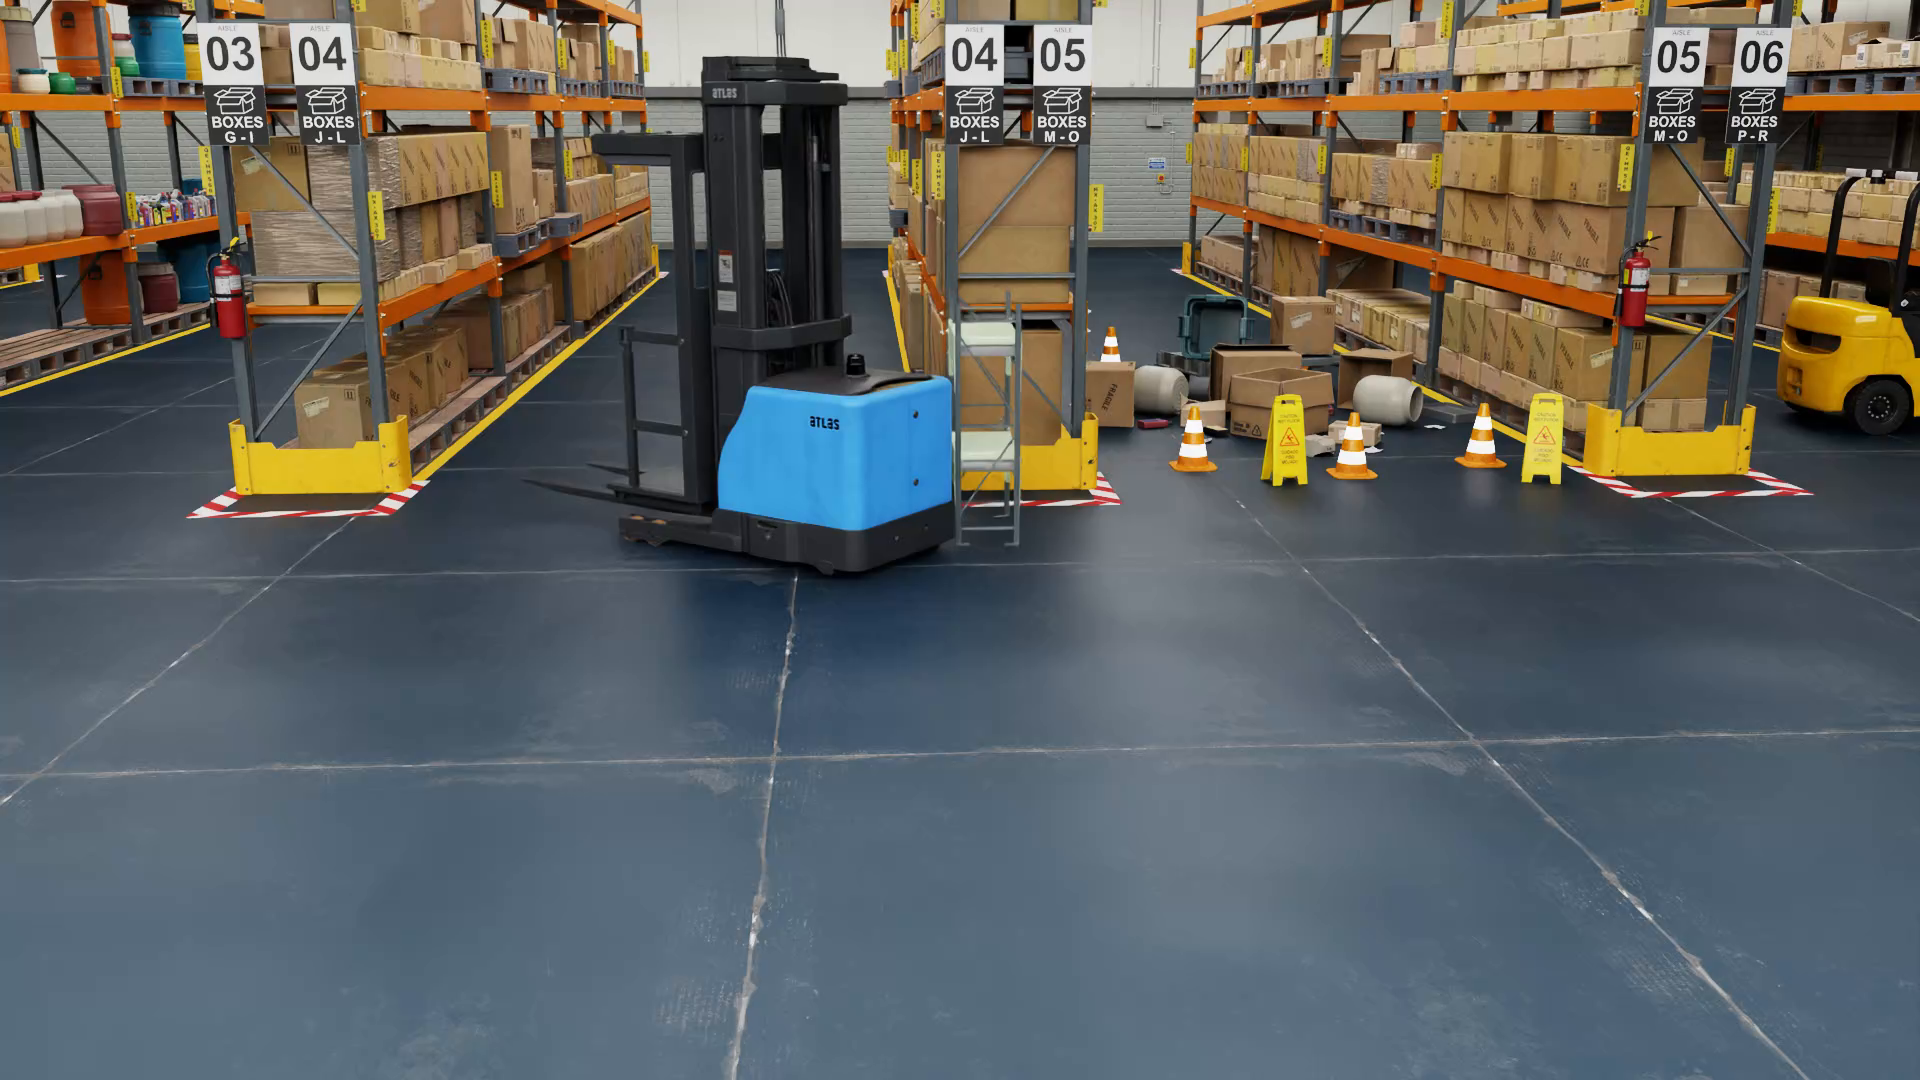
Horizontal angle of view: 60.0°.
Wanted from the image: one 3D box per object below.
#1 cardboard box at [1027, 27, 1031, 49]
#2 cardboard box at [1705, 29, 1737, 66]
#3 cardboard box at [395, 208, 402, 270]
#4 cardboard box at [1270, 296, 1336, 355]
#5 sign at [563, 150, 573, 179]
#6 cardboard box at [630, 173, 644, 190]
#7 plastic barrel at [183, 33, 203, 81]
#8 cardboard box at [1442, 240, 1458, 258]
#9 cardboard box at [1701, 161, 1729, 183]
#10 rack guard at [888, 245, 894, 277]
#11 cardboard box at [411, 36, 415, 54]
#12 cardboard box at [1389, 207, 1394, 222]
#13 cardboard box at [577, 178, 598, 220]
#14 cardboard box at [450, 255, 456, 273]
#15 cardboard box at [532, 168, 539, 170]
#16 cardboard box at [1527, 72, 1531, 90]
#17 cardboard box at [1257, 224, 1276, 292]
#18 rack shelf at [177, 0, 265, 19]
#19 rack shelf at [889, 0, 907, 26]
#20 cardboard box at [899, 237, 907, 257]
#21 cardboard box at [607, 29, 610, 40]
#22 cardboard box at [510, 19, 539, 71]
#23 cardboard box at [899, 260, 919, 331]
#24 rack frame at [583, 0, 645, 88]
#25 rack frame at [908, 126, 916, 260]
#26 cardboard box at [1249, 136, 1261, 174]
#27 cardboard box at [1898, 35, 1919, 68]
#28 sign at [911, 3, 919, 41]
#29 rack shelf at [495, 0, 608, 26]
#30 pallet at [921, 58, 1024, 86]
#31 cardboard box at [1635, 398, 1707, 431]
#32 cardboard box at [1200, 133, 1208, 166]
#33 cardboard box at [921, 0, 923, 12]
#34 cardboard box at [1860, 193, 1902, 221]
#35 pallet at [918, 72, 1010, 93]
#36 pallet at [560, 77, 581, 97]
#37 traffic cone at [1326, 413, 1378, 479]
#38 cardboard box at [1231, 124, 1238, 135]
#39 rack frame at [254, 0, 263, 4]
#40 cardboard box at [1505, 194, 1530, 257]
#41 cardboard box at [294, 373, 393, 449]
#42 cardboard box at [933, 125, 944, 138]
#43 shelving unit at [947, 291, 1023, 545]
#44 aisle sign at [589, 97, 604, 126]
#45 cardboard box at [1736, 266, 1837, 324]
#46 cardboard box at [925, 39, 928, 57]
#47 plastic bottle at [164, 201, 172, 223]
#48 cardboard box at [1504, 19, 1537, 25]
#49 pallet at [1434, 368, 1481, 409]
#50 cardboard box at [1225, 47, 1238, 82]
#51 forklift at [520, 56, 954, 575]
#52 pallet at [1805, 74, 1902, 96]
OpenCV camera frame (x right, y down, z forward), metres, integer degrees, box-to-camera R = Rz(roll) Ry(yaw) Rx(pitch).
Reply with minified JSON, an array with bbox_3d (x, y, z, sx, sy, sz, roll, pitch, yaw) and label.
[{"bbox_3d":[0.677,-3.593,11.911,0.380,0.149,0.250,-1,14,-3],"label":"cardboard box"},{"bbox_3d":[5.564,-3.611,12.226,0.500,0.250,0.500,-1,14,-4],"label":"cardboard box"},{"bbox_3d":[-4.719,-2.257,12.481,0.875,0.500,0.500,-1,14,-3],"label":"cardboard box"},{"bbox_3d":[3.307,-2.074,16.064,0.500,0.500,0.500,-1,14,-3],"label":"cardboard box"},{"bbox_3d":[-4.516,-4.328,19.161,0.100,0.325,0.005,-1,14,-3],"label":"sign"},{"bbox_3d":[-5.227,-5.613,26.026,0.500,0.250,0.500,-1,14,-4],"label":"cardboard box"},{"bbox_3d":[-9.990,-6.236,21.504,0.600,0.588,0.600,0,14,0],"label":"plastic barrel"},{"bbox_3d":[4.781,-2.748,15.690,0.380,0.149,0.250,-1,14,-4],"label":"cardboard box"},{"bbox_3d":[9.502,-4.682,21.652,0.797,0.503,0.637,-1,14,-5],"label":"cardboard box"},{"bbox_3d":[-0.592,-4.606,27.425,1.175,0.500,0.348,-1,14,-3],"label":"rack guard"},{"bbox_3d":[-4.457,-3.835,12.894,0.380,0.149,0.250,-1,14,-4],"label":"cardboard box"},{"bbox_3d":[4.725,-3.412,17.429,0.380,0.149,0.250,-1,14,-3],"label":"cardboard box"},{"bbox_3d":[-4.914,-4.348,21.205,0.500,0.500,0.500,-1,14,-3],"label":"cardboard box"},{"bbox_3d":[-4.475,-2.317,14.018,0.380,0.149,0.250,-1,14,-3],"label":"cardboard box"},{"bbox_3d":[-4.984,-3.913,18.670,0.500,0.500,0.500,-3,15,-10],"label":"cardboard box"},{"bbox_3d":[4.951,-3.818,13.831,0.380,0.149,0.250,-1,14,-3],"label":"cardboard box"},{"bbox_3d":[4.704,-3.964,23.333,0.875,0.875,0.875,0,14,-2],"label":"cardboard box"},{"bbox_3d":[-10.373,-7.573,24.149,1.077,0.370,4.000,-1,14,-3],"label":"rack shelf"},{"bbox_3d":[-0.472,-7.893,24.596,1.077,0.370,4.000,-1,14,-3],"label":"rack shelf"},{"bbox_3d":[-0.566,-4.009,22.756,0.500,0.250,0.500,-2,15,-6],"label":"cardboard box"},{"bbox_3d":[-5.438,-7.398,24.489,0.500,0.250,0.500,-1,14,-5],"label":"cardboard box"},{"bbox_3d":[-4.720,-5.172,17.385,0.500,0.500,0.500,-1,14,-2],"label":"cardboard box"},{"bbox_3d":[-0.153,-2.807,19.088,1.050,0.750,0.750,-1,14,-4],"label":"cardboard box"},{"bbox_3d":[-5.553,-8.689,26.239,1.000,3.000,0.127,-1,14,-3],"label":"rack frame"},{"bbox_3d":[-0.101,-3.846,19.454,1.000,3.000,0.127,-1,14,-3],"label":"rack frame"},{"bbox_3d":[4.326,-5.361,23.136,0.500,0.500,0.500,-1,14,-3],"label":"cardboard box"},{"bbox_3d":[9.747,-4.868,16.541,0.500,0.311,0.500,-1,14,-5],"label":"cardboard box"},{"bbox_3d":[-0.394,-4.696,15.068,0.100,0.325,0.005,-1,14,-3],"label":"sign"},{"bbox_3d":[-5.181,-6.655,20.579,1.077,0.370,4.000,-1,14,-3],"label":"rack shelf"},{"bbox_3d":[0.187,-4.057,14.434,1.003,0.211,1.213,-1,14,-3],"label":"pallet"},{"bbox_3d":[5.555,-1.034,13.203,0.500,0.250,0.500,-1,14,-4],"label":"cardboard box"},{"bbox_3d":[4.122,-6.218,26.464,0.500,0.500,0.500,-1,14,-5],"label":"cardboard box"},{"bbox_3d":[-0.137,-4.598,14.218,0.380,0.149,0.250,-1,14,-4],"label":"cardboard box"},{"bbox_3d":[9.711,-3.446,17.196,0.500,0.250,0.500,-1,14,-5],"label":"cardboard box"},{"bbox_3d":[0.041,-4.438,16.121,0.805,0.209,1.217,-1,15,-6],"label":"pallet"},{"bbox_3d":[-5.150,-5.315,19.523,1.213,0.211,1.003,0,14,-1],"label":"pallet"},{"bbox_3d":[2.928,-0.715,12.375,0.336,0.463,0.334,-1,14,-3],"label":"traffic cone"},{"bbox_3d":[4.250,-6.115,24.762,0.380,0.149,0.250,-1,14,-4],"label":"cardboard box"},{"bbox_3d":[-10.496,-8.613,25.942,1.000,3.000,0.127,-1,14,-3],"label":"rack frame"},{"bbox_3d":[4.954,-2.656,14.034,0.500,0.500,0.500,-1,14,-3],"label":"cardboard box"},{"bbox_3d":[-4.584,-0.953,12.385,0.500,0.500,0.500,2,15,7],"label":"cardboard box"},{"bbox_3d":[-0.133,-5.633,23.597,0.500,0.500,0.500,-1,14,-2],"label":"cardboard box"},{"bbox_3d":[0.151,-0.791,10.591,0.431,1.500,0.755,-1,14,-3],"label":"shelving unit"},{"bbox_3d":[-5.857,-7.056,26.715,0.394,0.787,0.004,-1,14,-3],"label":"aisle sign"},{"bbox_3d":[9.812,-2.923,19.790,0.875,0.625,0.625,0,14,-2],"label":"cardboard box"},{"bbox_3d":[-0.089,-4.021,13.577,0.380,0.149,0.250,-1,14,-3],"label":"cardboard box"},{"bbox_3d":[-9.742,-4.027,20.418,0.097,0.271,0.097,0,14,0],"label":"plastic bottle"},{"bbox_3d":[5.404,-5.054,16.583,0.500,0.250,0.500,-1,14,-5],"label":"cardboard box"},{"bbox_3d":[5.158,-1.436,15.683,1.003,0.211,1.213,-1,14,-3],"label":"pallet"},{"bbox_3d":[4.313,-7.186,25.173,0.500,0.500,0.500,-1,14,-2],"label":"cardboard box"},{"bbox_3d":[-1.542,-1.478,10.387,3.031,2.935,1.130,10,17,33],"label":"forklift"},{"bbox_3d":[9.991,-4.941,18.069,1.003,0.211,1.213,0,14,-1],"label":"pallet"}]
